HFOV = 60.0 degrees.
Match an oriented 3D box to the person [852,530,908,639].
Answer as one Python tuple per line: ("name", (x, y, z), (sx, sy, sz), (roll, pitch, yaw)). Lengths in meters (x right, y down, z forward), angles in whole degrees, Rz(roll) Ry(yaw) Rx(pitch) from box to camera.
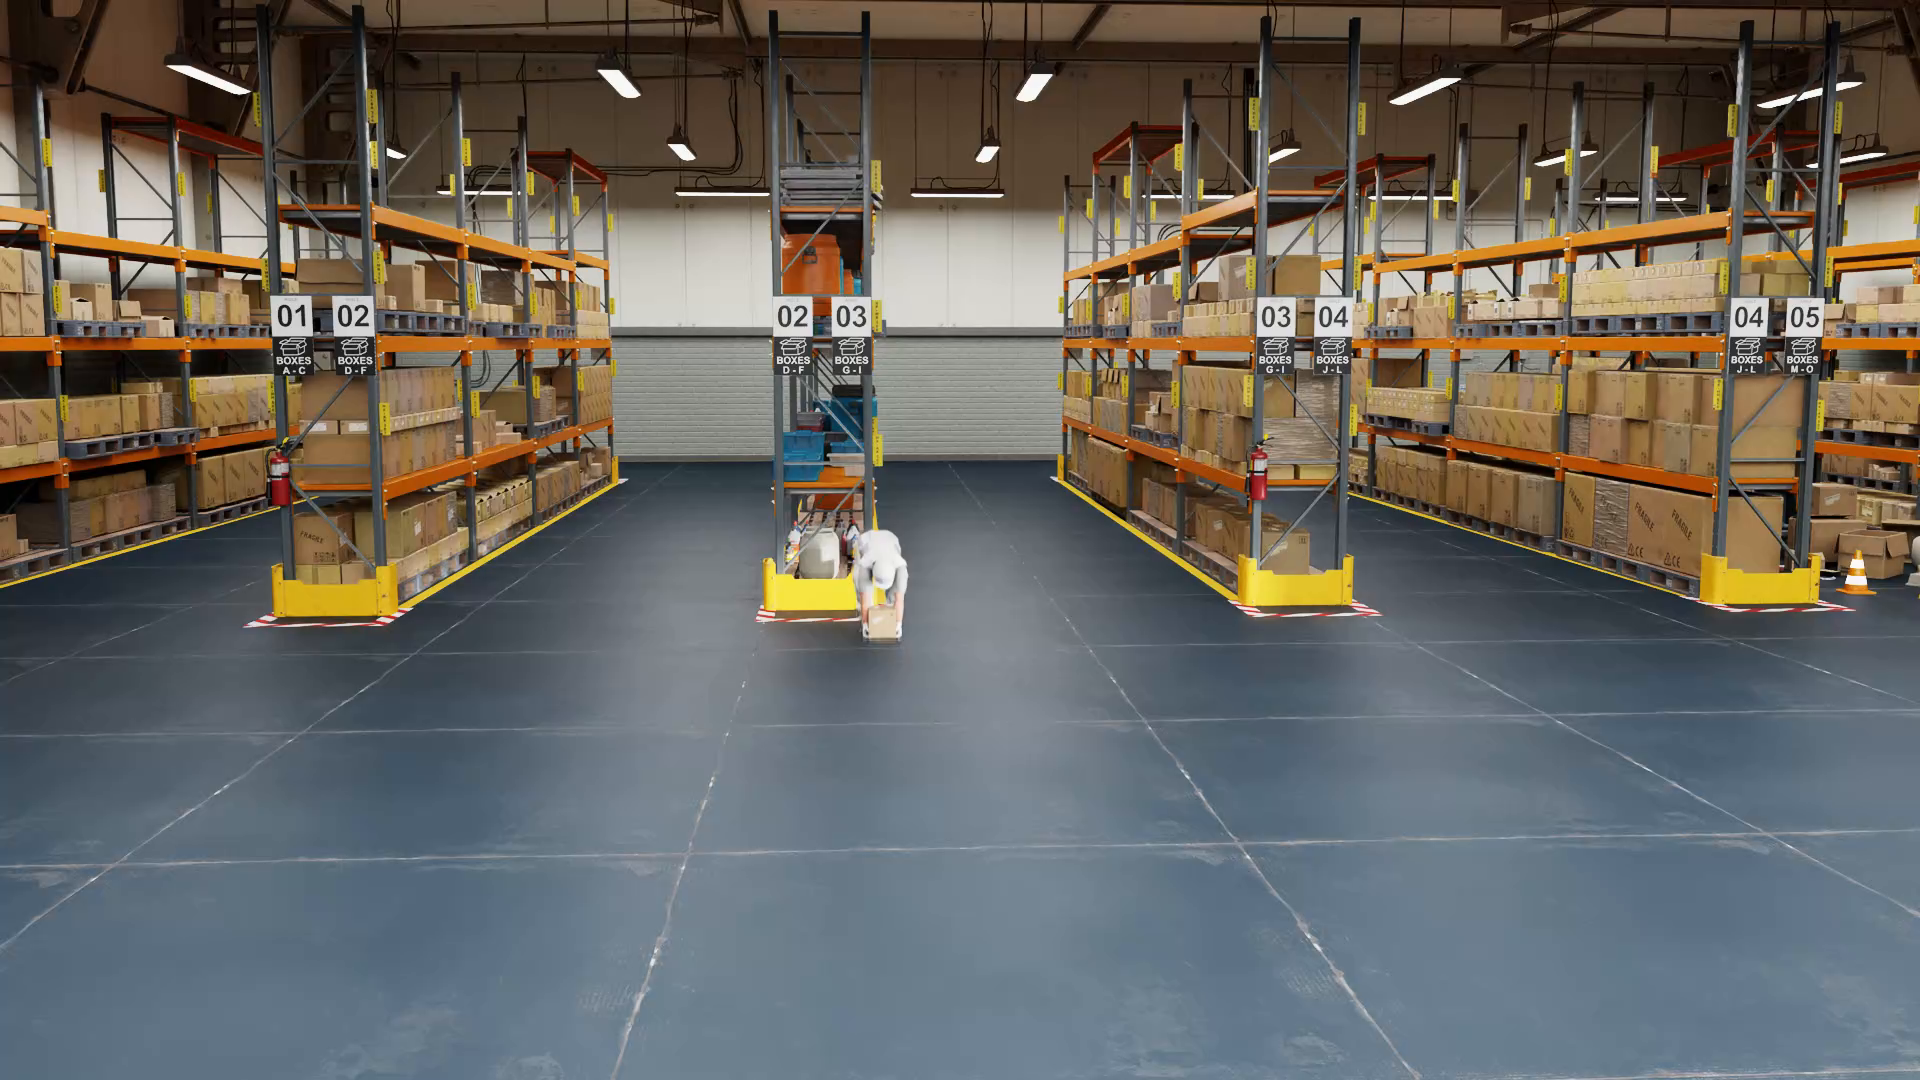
("person", (-0.742, 0.415, 15.591), (0.521, 0.970, 0.948), (-1, 7, -6))
